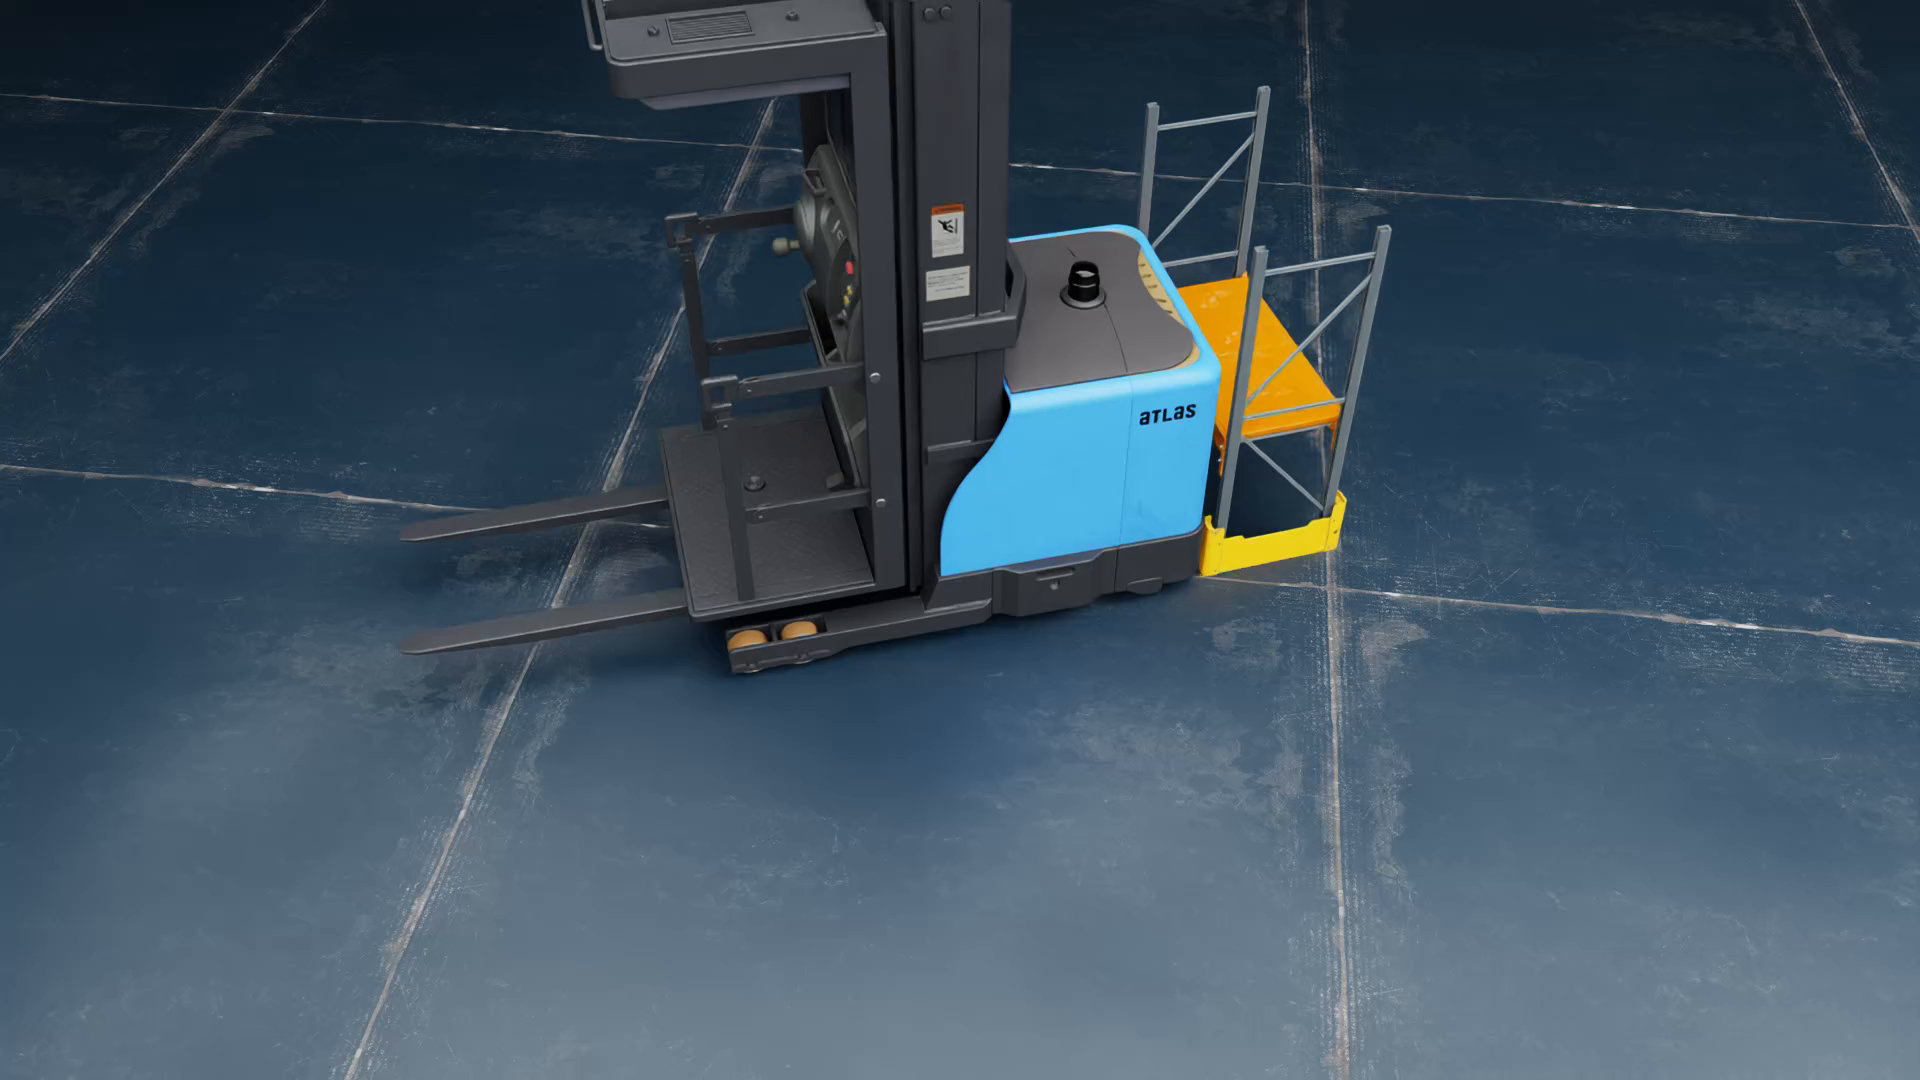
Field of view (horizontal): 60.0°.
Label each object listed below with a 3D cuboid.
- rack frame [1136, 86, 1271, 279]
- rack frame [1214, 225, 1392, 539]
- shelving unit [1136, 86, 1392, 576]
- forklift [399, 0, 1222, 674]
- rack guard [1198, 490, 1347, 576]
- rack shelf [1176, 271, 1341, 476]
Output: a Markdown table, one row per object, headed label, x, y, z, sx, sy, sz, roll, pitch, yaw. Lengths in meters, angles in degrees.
| label | x | y | z | sx | sy | sz | roll | pitch | yaw |
| --- | --- | --- | --- | --- | --- | --- | --- | --- | --- |
| rack frame | 0.953 | -1.153 | 6.877 | 0.500 | 1.500 | 0.032 | -11 | 45 | -12 |
| rack frame | 1.235 | -0.481 | 6.167 | 0.500 | 1.500 | 0.032 | -11 | 45 | -12 |
| shelving unit | 1.097 | -0.811 | 6.516 | 0.587 | 1.500 | 1.083 | -11 | 45 | -12 |
| forklift | -0.633 | -0.970 | 5.642 | 3.031 | 2.935 | 1.130 | -10 | 44 | -10 |
| rack guard | 1.235 | -0.028 | 6.598 | 0.587 | 0.250 | 0.087 | -11 | 45 | -12 |
| rack shelf | 1.094 | -0.686 | 6.646 | 0.538 | 0.185 | 1.000 | -11 | 45 | -12 |
